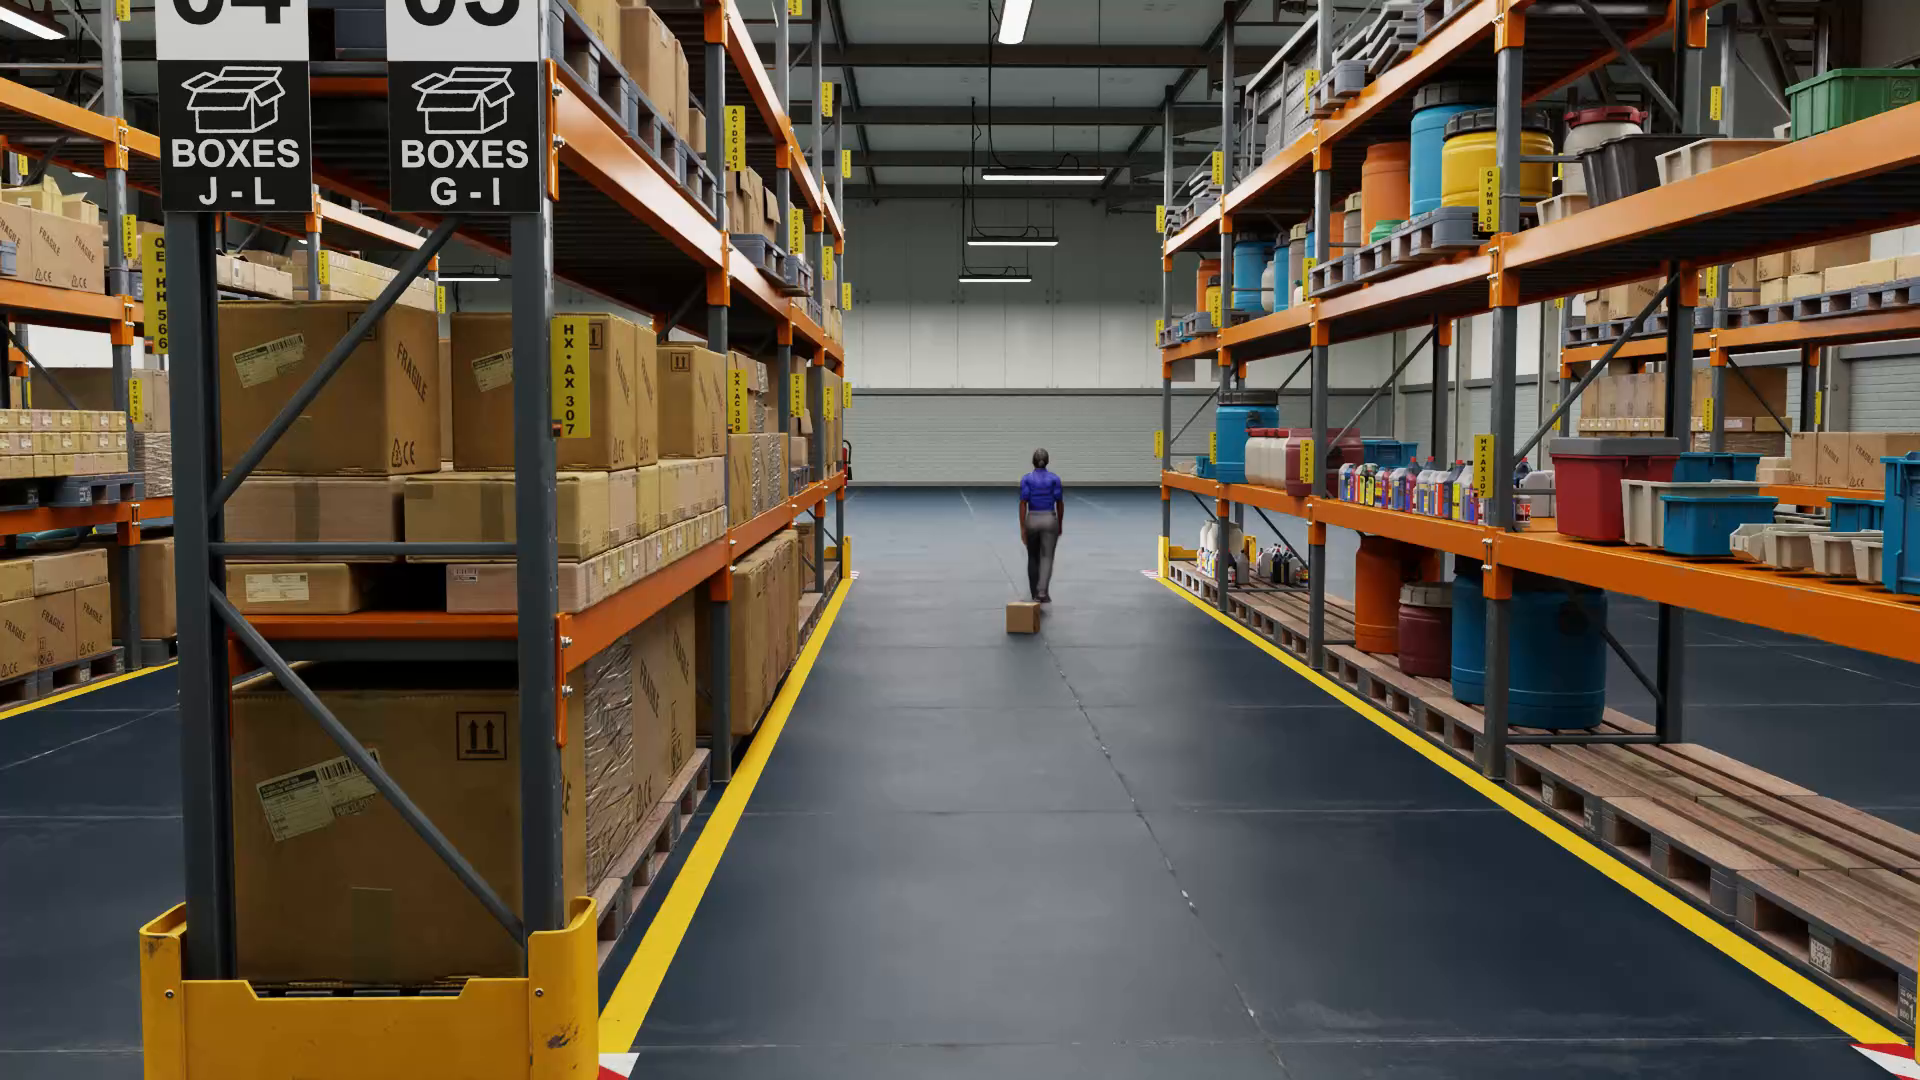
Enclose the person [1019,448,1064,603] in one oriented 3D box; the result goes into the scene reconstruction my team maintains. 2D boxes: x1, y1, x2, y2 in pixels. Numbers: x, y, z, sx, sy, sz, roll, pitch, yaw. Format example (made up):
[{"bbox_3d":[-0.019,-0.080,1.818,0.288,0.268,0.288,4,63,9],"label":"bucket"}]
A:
[{"bbox_3d":[0.845,-0.147,17.161,0.445,1.599,1.020,1,4,10],"label":"person"}]
